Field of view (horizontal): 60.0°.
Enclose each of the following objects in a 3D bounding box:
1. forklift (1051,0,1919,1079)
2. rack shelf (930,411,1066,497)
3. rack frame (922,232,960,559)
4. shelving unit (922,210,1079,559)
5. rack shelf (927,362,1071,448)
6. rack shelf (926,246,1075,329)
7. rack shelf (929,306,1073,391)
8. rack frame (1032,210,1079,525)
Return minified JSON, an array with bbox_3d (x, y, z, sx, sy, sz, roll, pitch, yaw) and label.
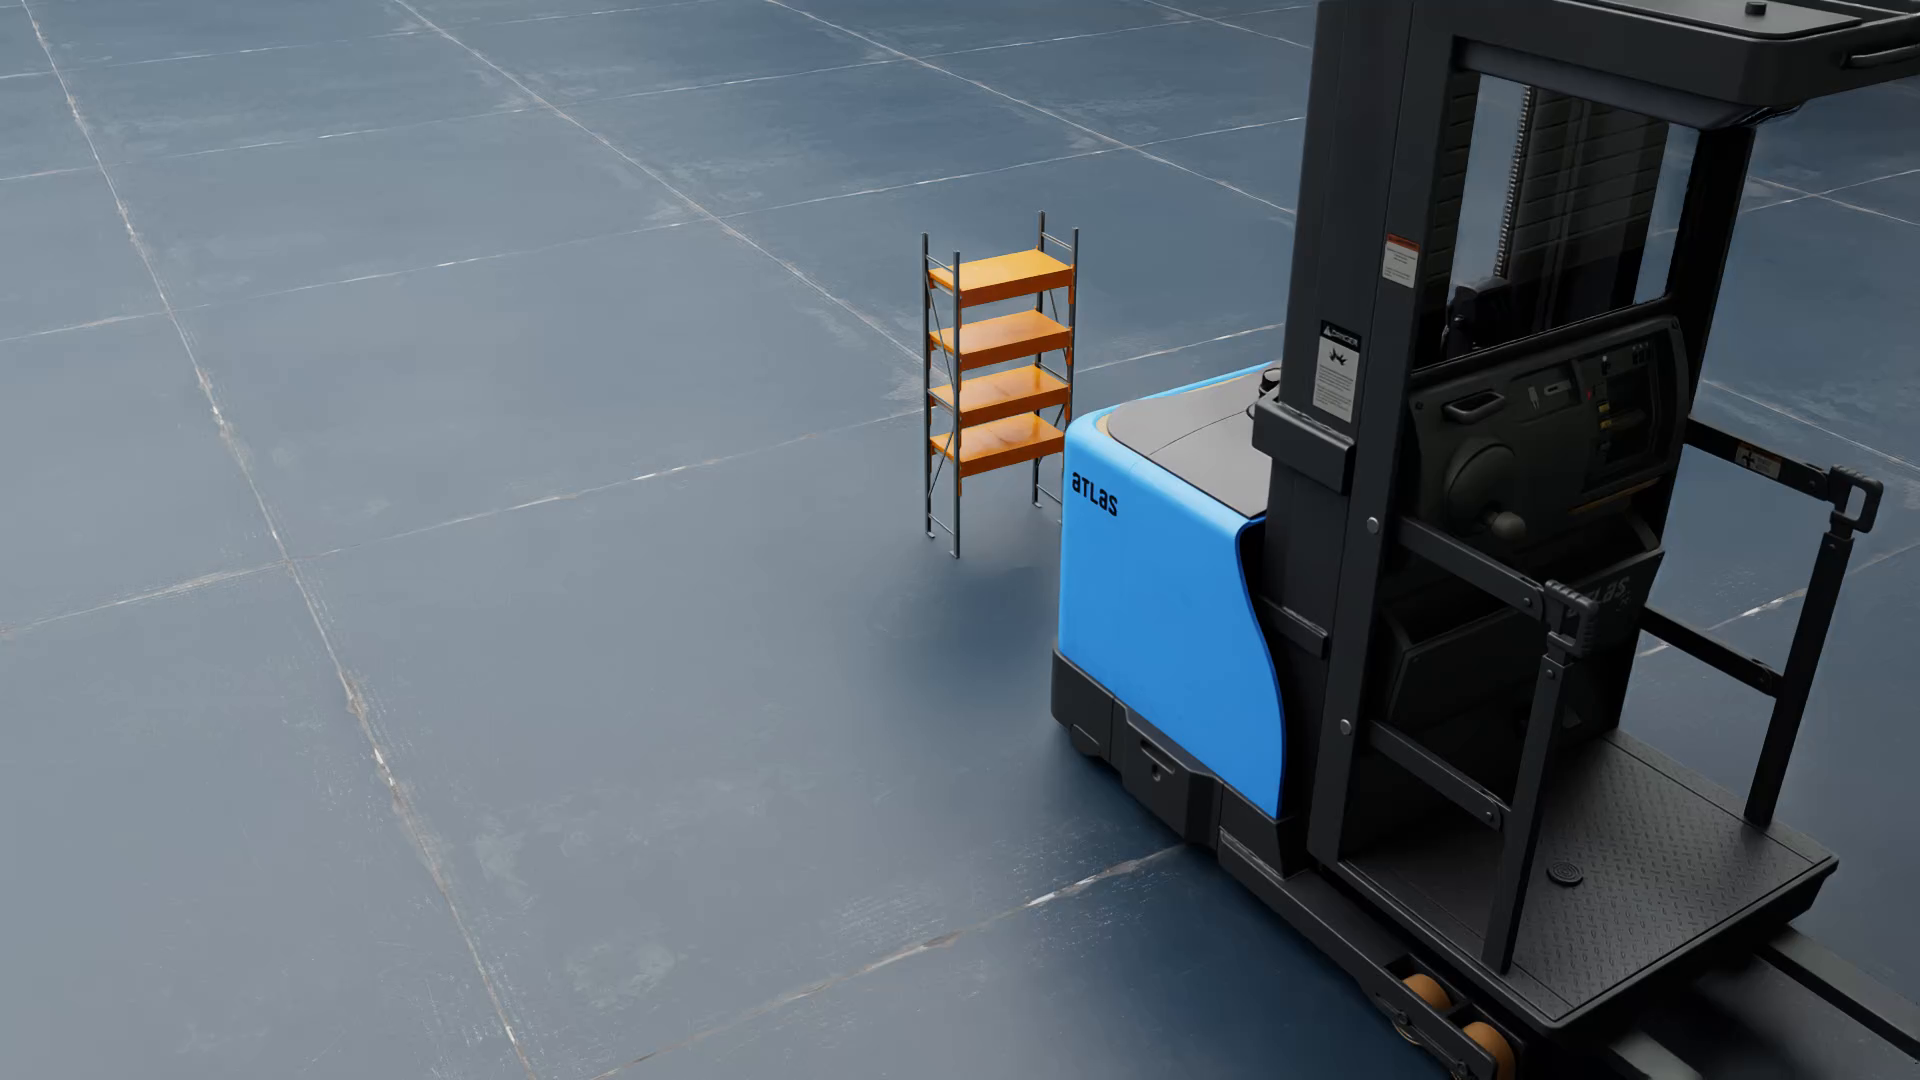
[{"bbox_3d":[1.508,-0.222,3.739,1.130,2.935,3.031,-17,33,-28],"label":"forklift"},{"bbox_3d":[0.143,-0.333,6.282,0.480,0.148,0.258,-16,33,-26],"label":"rack shelf"},{"bbox_3d":[-0.068,-0.506,6.045,0.015,1.200,0.240,-16,33,-26],"label":"rack frame"},{"bbox_3d":[0.143,-0.566,6.154,0.503,1.200,0.258,-16,33,-26],"label":"shelving unit"},{"bbox_3d":[0.143,-0.507,6.186,0.480,0.148,0.258,-16,33,-26],"label":"rack shelf"},{"bbox_3d":[0.143,-0.910,5.964,0.480,0.148,0.258,-16,33,-26],"label":"rack shelf"},{"bbox_3d":[0.143,-0.703,6.078,0.480,0.148,0.258,-16,33,-26],"label":"rack shelf"},{"bbox_3d":[0.353,-0.626,6.262,0.015,1.200,0.240,-16,33,-26],"label":"rack frame"}]
